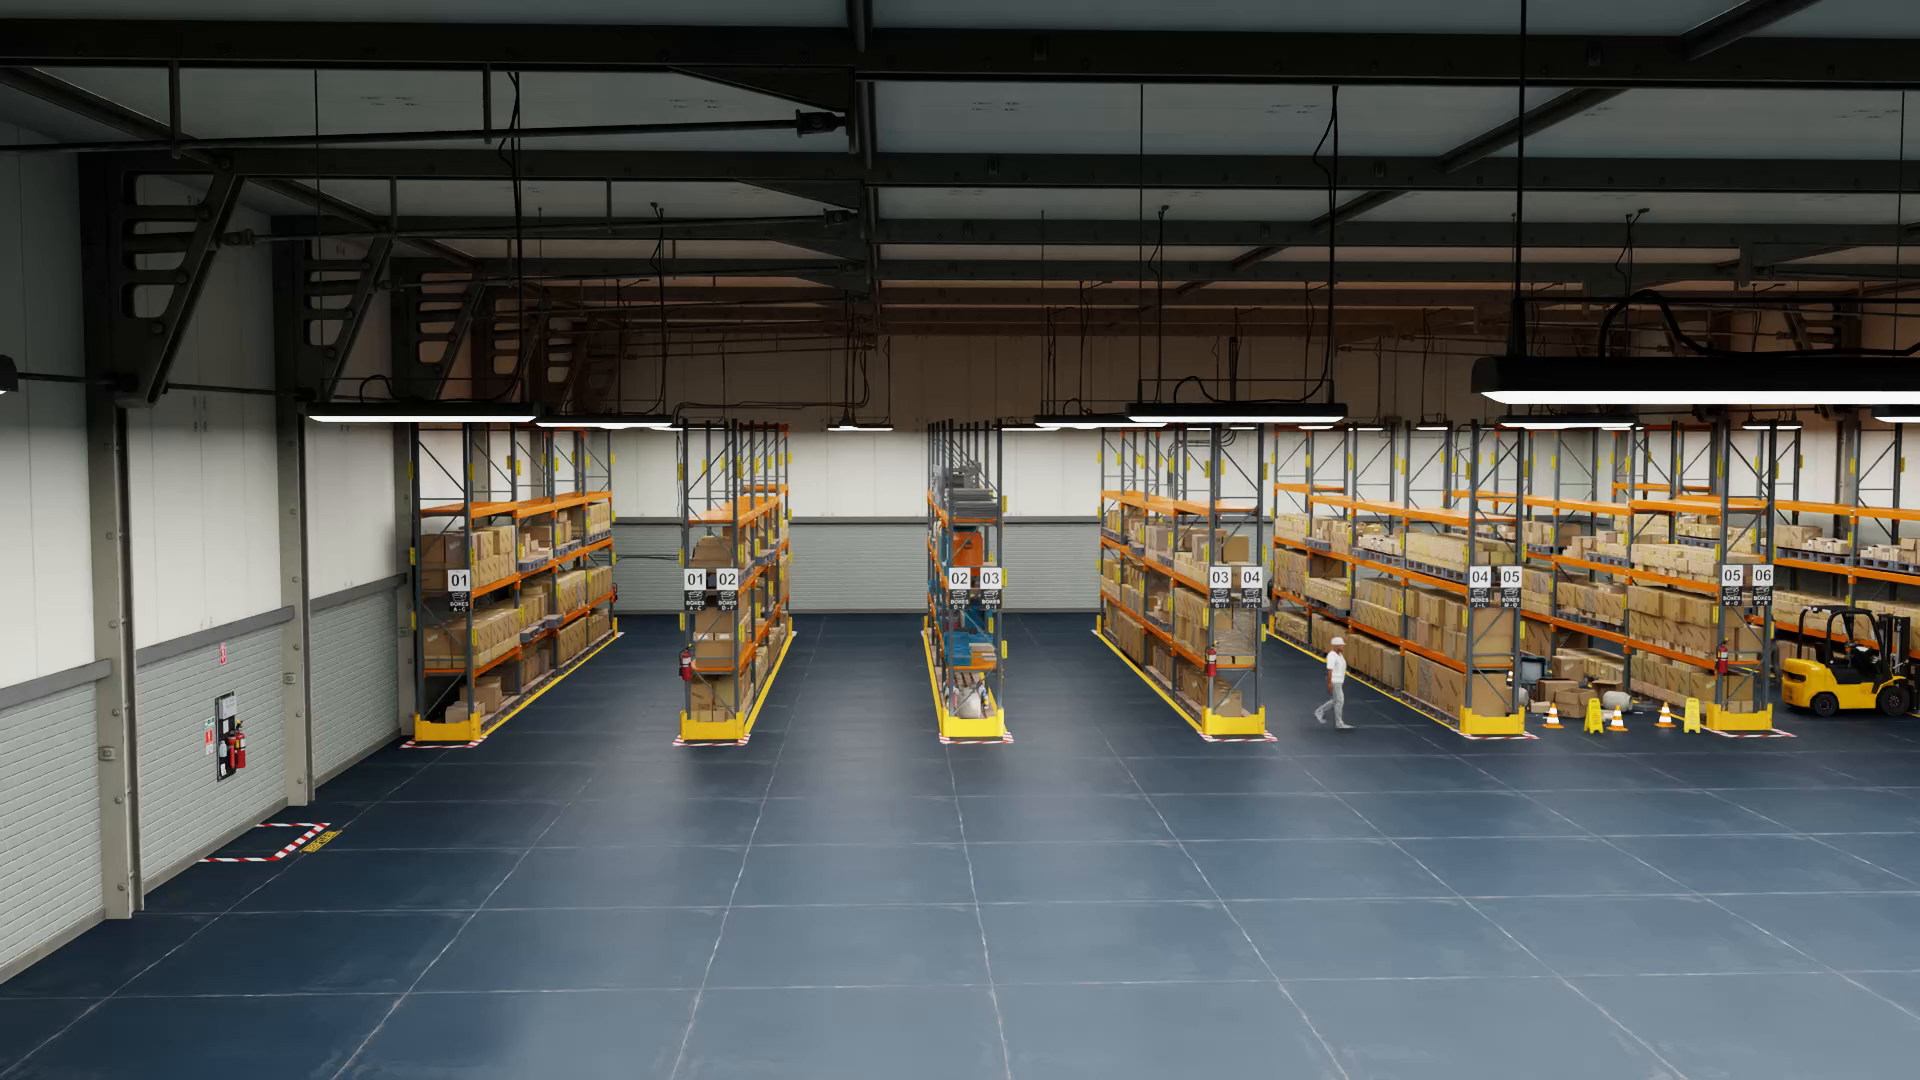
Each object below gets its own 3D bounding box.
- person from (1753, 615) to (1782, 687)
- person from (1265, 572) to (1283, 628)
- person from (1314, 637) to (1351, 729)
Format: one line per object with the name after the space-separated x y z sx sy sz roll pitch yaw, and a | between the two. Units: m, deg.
18.319 2.522 37.597 0.446 1.667 0.687 -1 4 -16 | person
9.279 1.741 49.011 0.996 1.686 0.545 -1 4 -20 | person
7.282 2.770 32.432 0.775 1.753 0.605 2 4 24 | person
